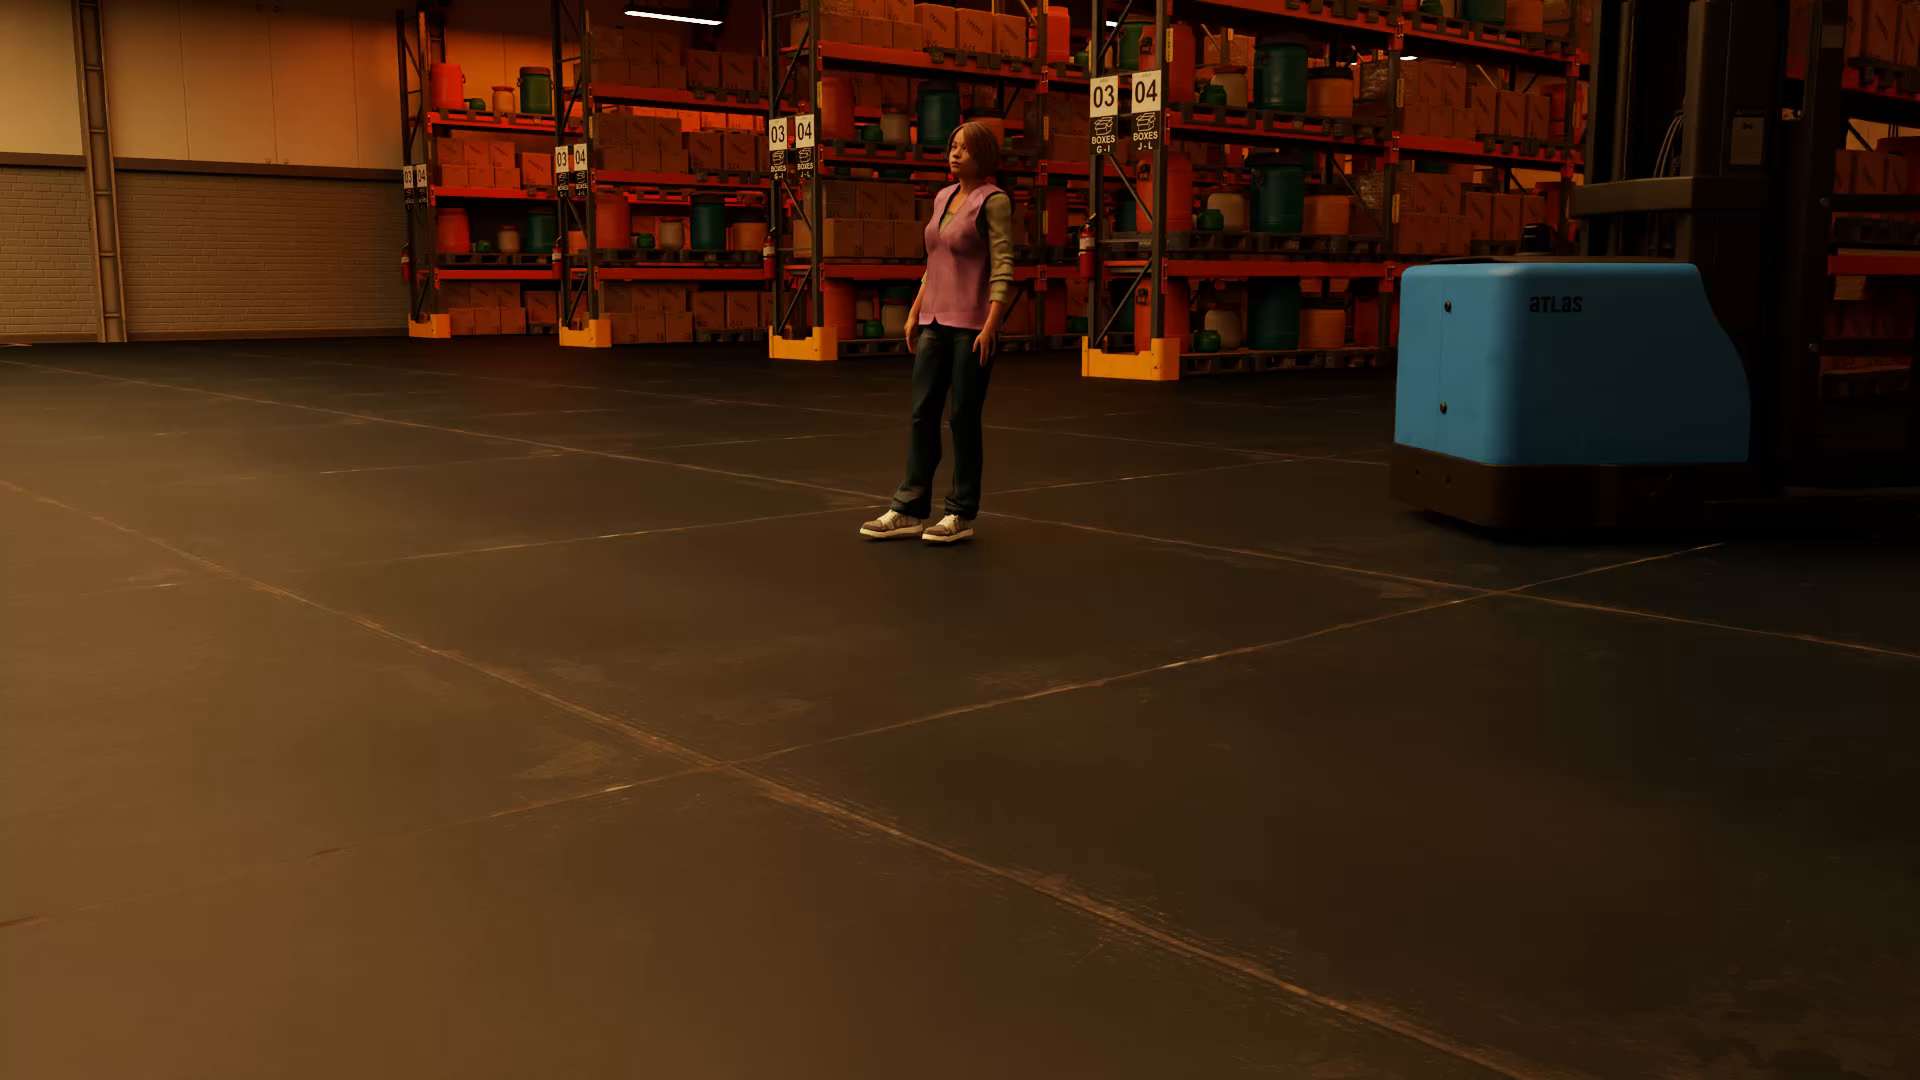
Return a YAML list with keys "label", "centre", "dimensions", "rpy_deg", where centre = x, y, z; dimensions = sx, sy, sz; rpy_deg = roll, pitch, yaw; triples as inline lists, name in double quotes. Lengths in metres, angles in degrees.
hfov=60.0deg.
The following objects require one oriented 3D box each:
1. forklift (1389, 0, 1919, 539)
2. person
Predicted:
- label: "forklift"
  centre: [3.440, -1.532, 6.858]
  dimensions: [3.031, 2.935, 1.130]
  rpy_deg: [-1, 9, -8]
- label: "person"
  centre: [-0.065, -0.790, 6.378]
  dimensions: [0.473, 1.599, 0.521]
  rpy_deg: [-8, 12, -40]
